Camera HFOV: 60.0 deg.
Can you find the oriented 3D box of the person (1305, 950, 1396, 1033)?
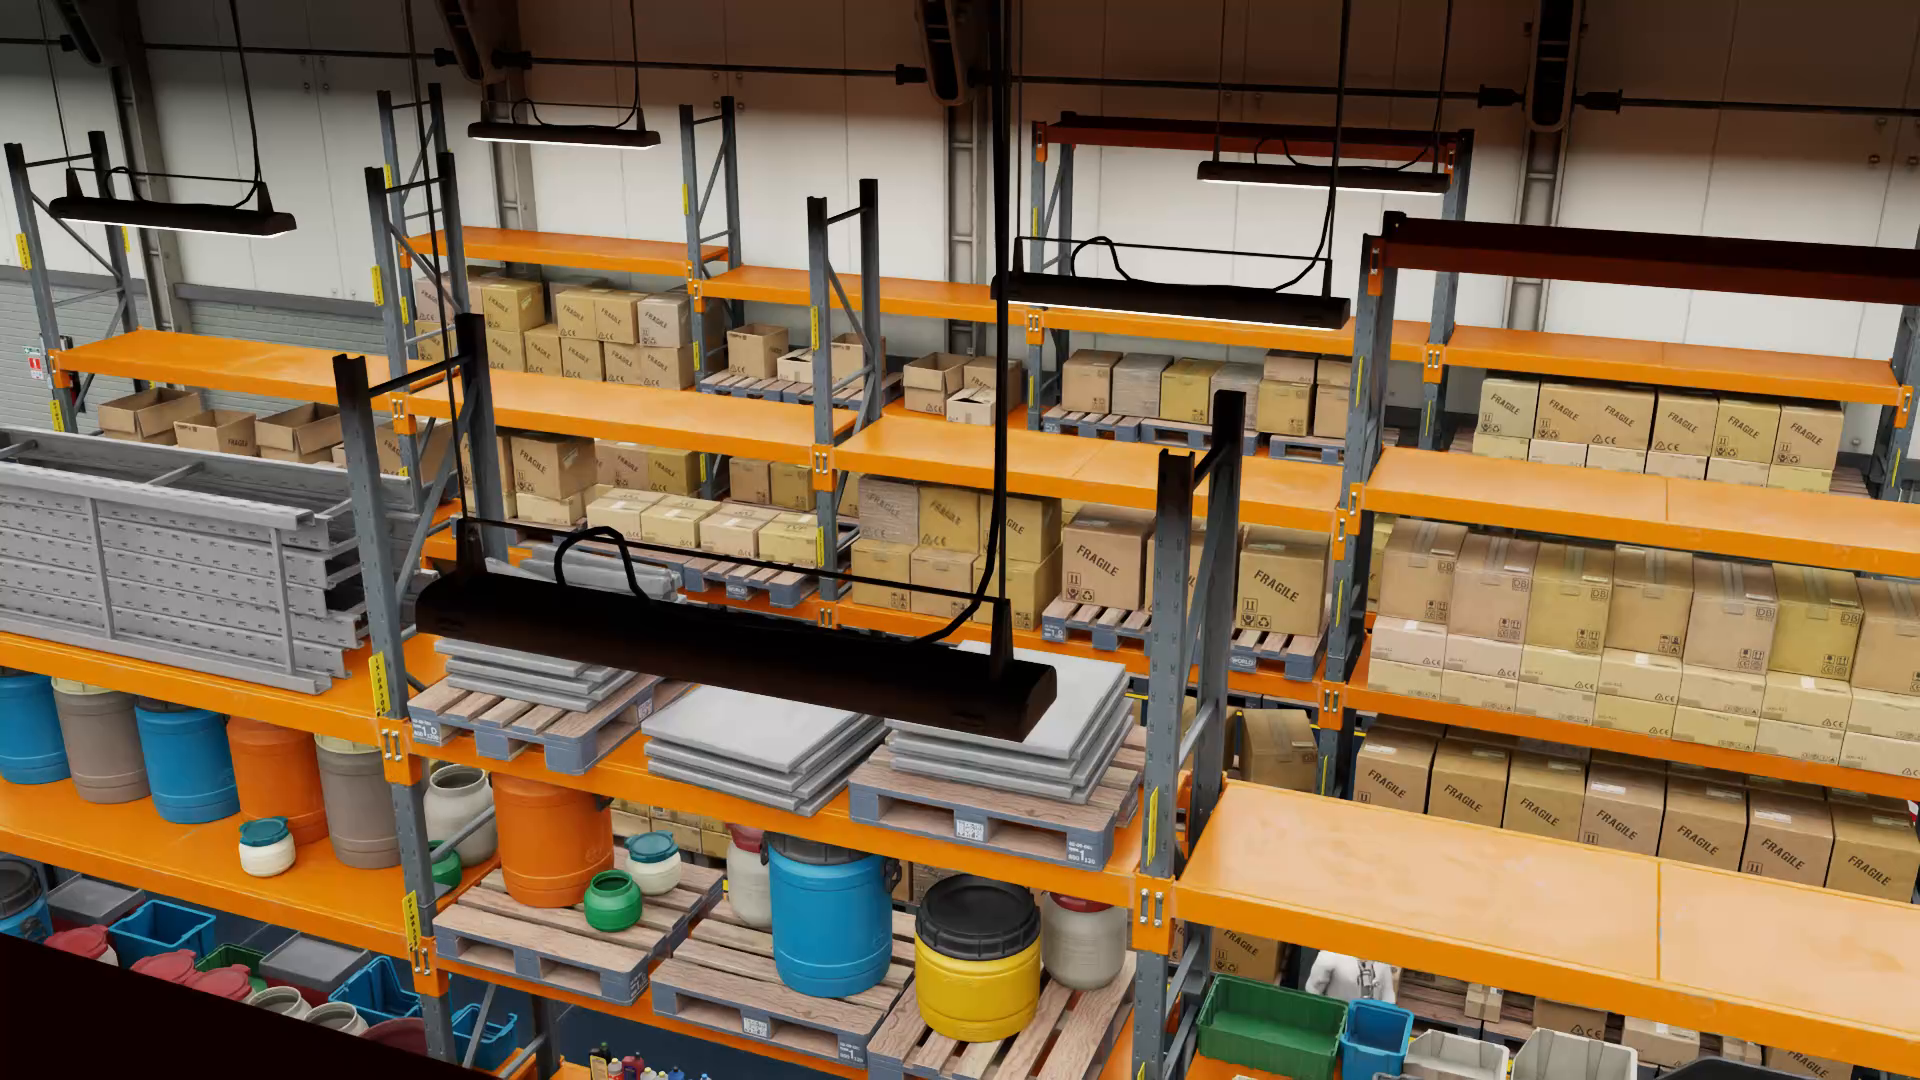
[{"bbox_3d":[2.665,3.310,11.210,0.581,1.792,0.806,-9,23,-23],"label":"person"}]
